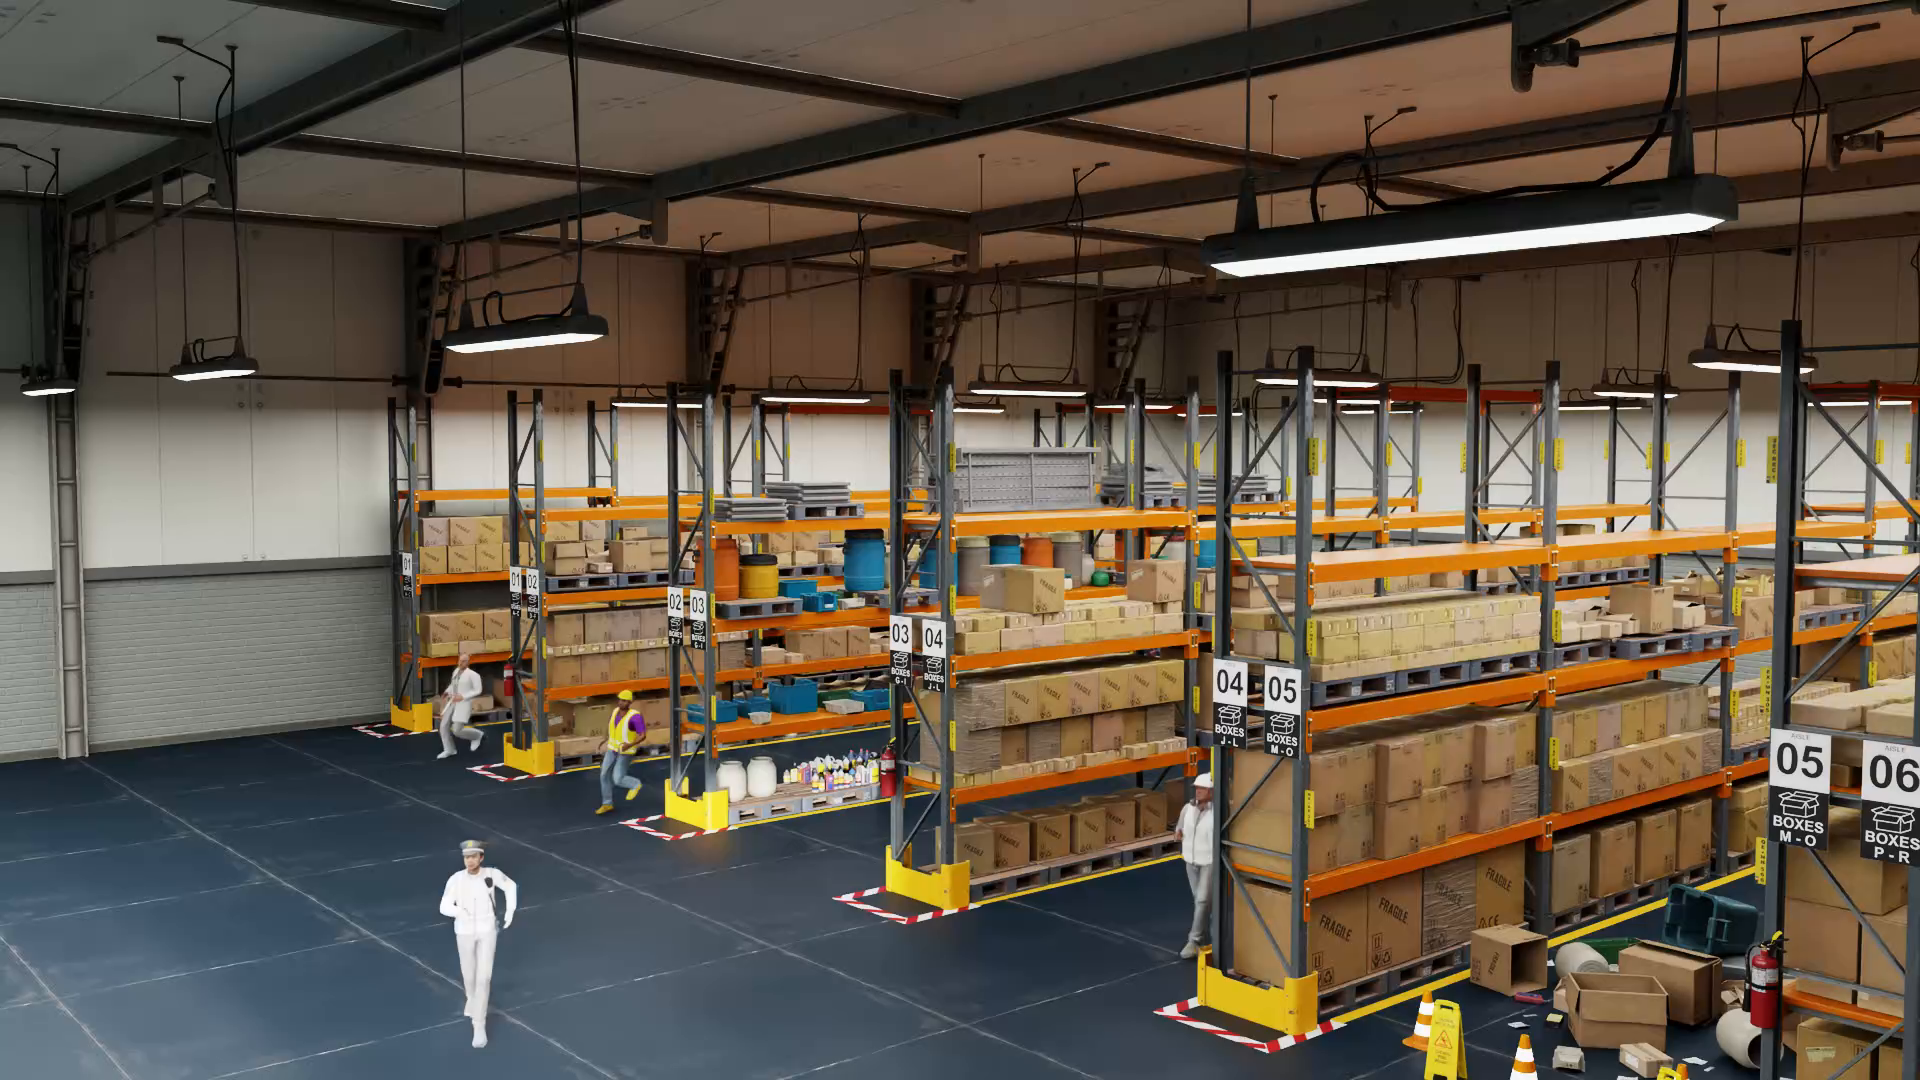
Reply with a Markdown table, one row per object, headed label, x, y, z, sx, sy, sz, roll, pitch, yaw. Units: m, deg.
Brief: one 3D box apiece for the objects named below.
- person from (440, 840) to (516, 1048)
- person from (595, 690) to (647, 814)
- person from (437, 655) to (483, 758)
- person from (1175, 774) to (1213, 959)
| label | x | y | z | sx | sy | sz | roll | pitch | yaw |
| --- | --- | --- | --- | --- | --- | --- | --- | --- | --- |
| person | -4.234 | 3.473 | 14.592 | 0.622 | 1.714 | 0.896 | 0 | 3 | -8 |
| person | -4.716 | 2.957 | 23.342 | 0.743 | 1.735 | 0.759 | 2 | 4 | 31 |
| person | -8.188 | 2.731 | 27.413 | 0.728 | 1.710 | 0.718 | 2 | 4 | 33 |
| person | 2.479 | 3.264 | 16.926 | 0.657 | 1.776 | 0.950 | 3 | 4 | 41 |
